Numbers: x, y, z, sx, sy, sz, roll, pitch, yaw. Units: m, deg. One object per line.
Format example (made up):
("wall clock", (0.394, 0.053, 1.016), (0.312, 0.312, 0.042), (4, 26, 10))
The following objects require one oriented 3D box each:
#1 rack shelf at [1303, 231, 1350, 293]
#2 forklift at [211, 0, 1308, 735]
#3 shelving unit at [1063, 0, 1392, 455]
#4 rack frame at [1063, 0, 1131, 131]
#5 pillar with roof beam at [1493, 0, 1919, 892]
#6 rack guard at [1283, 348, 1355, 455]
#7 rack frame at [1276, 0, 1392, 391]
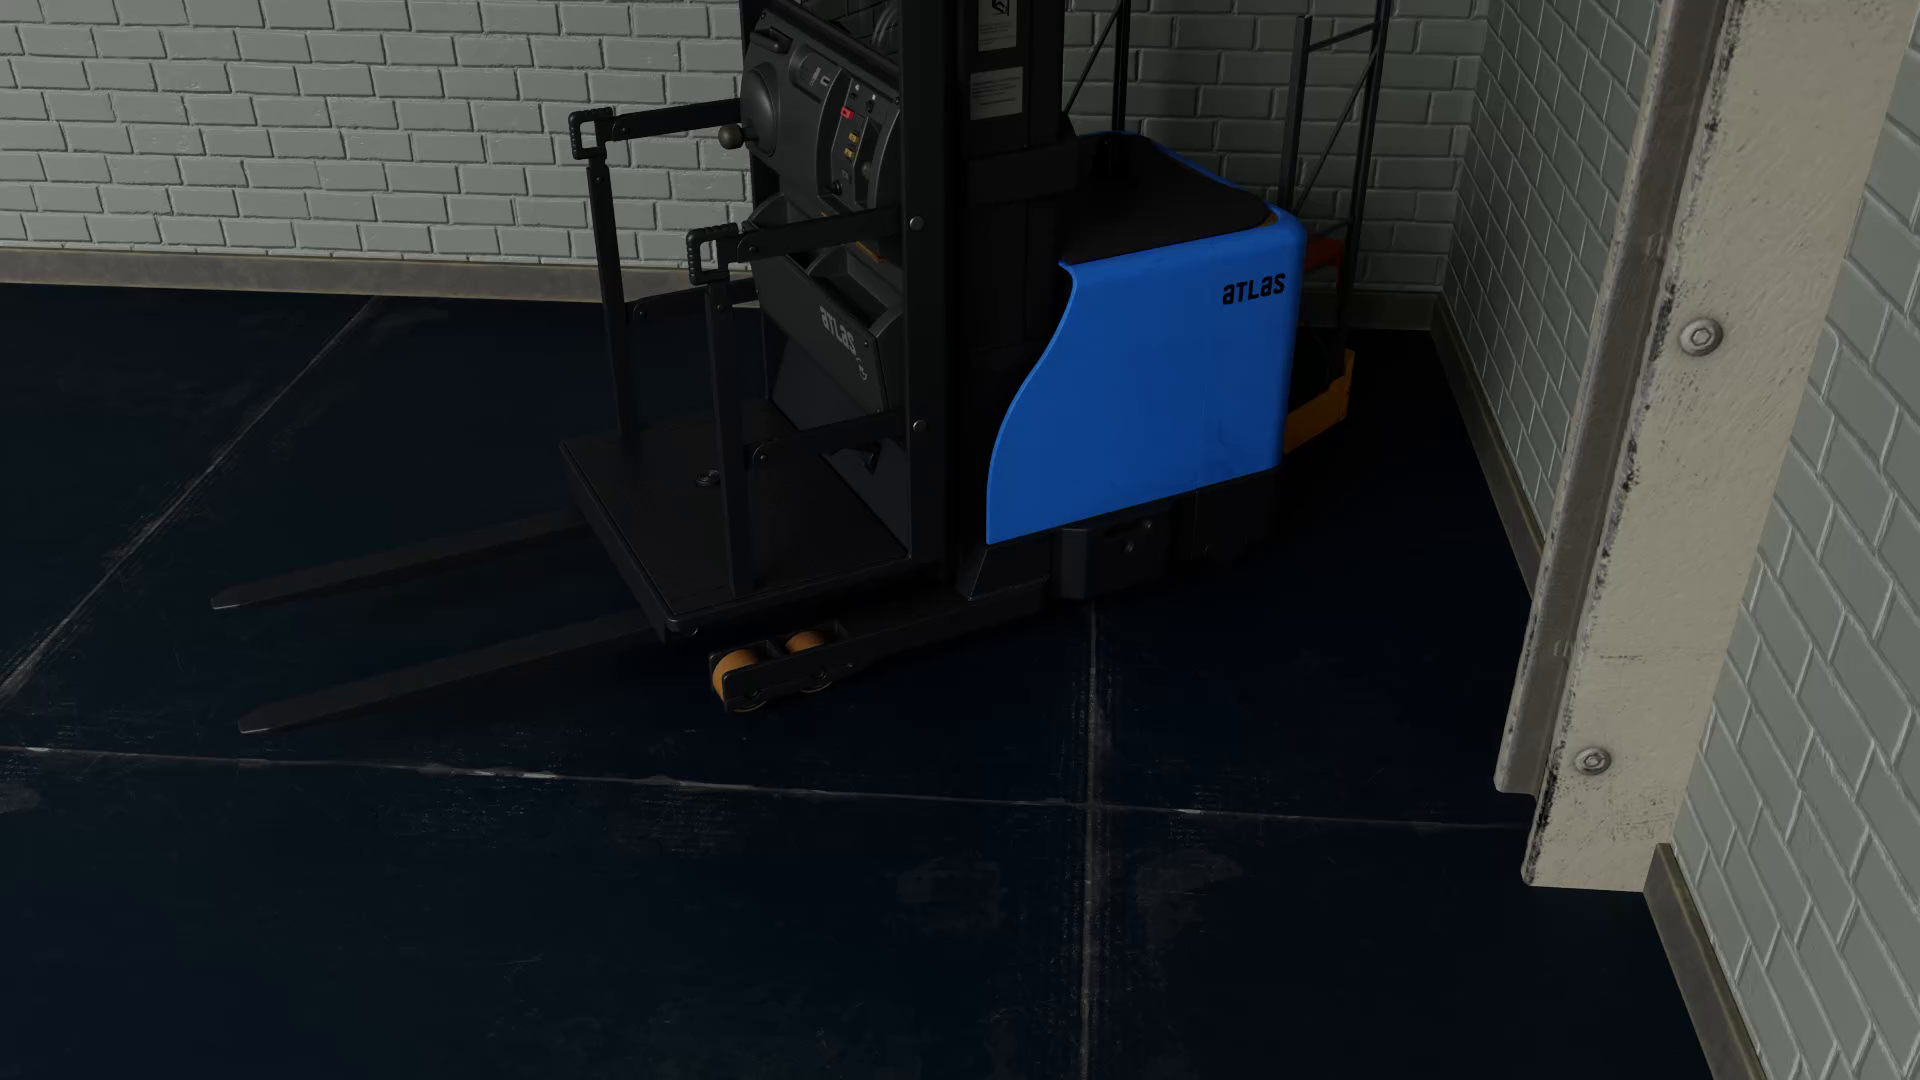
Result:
("rack shelf", (0.796, -1.017, 5.813), (1.000, 0.185, 0.538), (26, 40, 35))
("forklift", (-0.556, -1.100, 4.242), (3.031, 2.935, 1.130), (-15, 35, -23))
("shelving unit", (0.803, -1.166, 5.713), (1.083, 1.500, 0.587), (26, 40, 35))
("rack frame", (0.424, -1.352, 6.014), (0.032, 1.500, 0.500), (26, 40, 35))
("pillar with roof beam", (-2.786, -3.297, 2.023), (9.100, 9.000, 0.400), (2, 32, 4))
("rack guard", (1.167, -0.456, 5.752), (0.087, 0.250, 0.587), (26, 40, 35))
("rack frame", (1.168, -0.988, 5.423), (0.032, 1.500, 0.500), (26, 40, 35))
